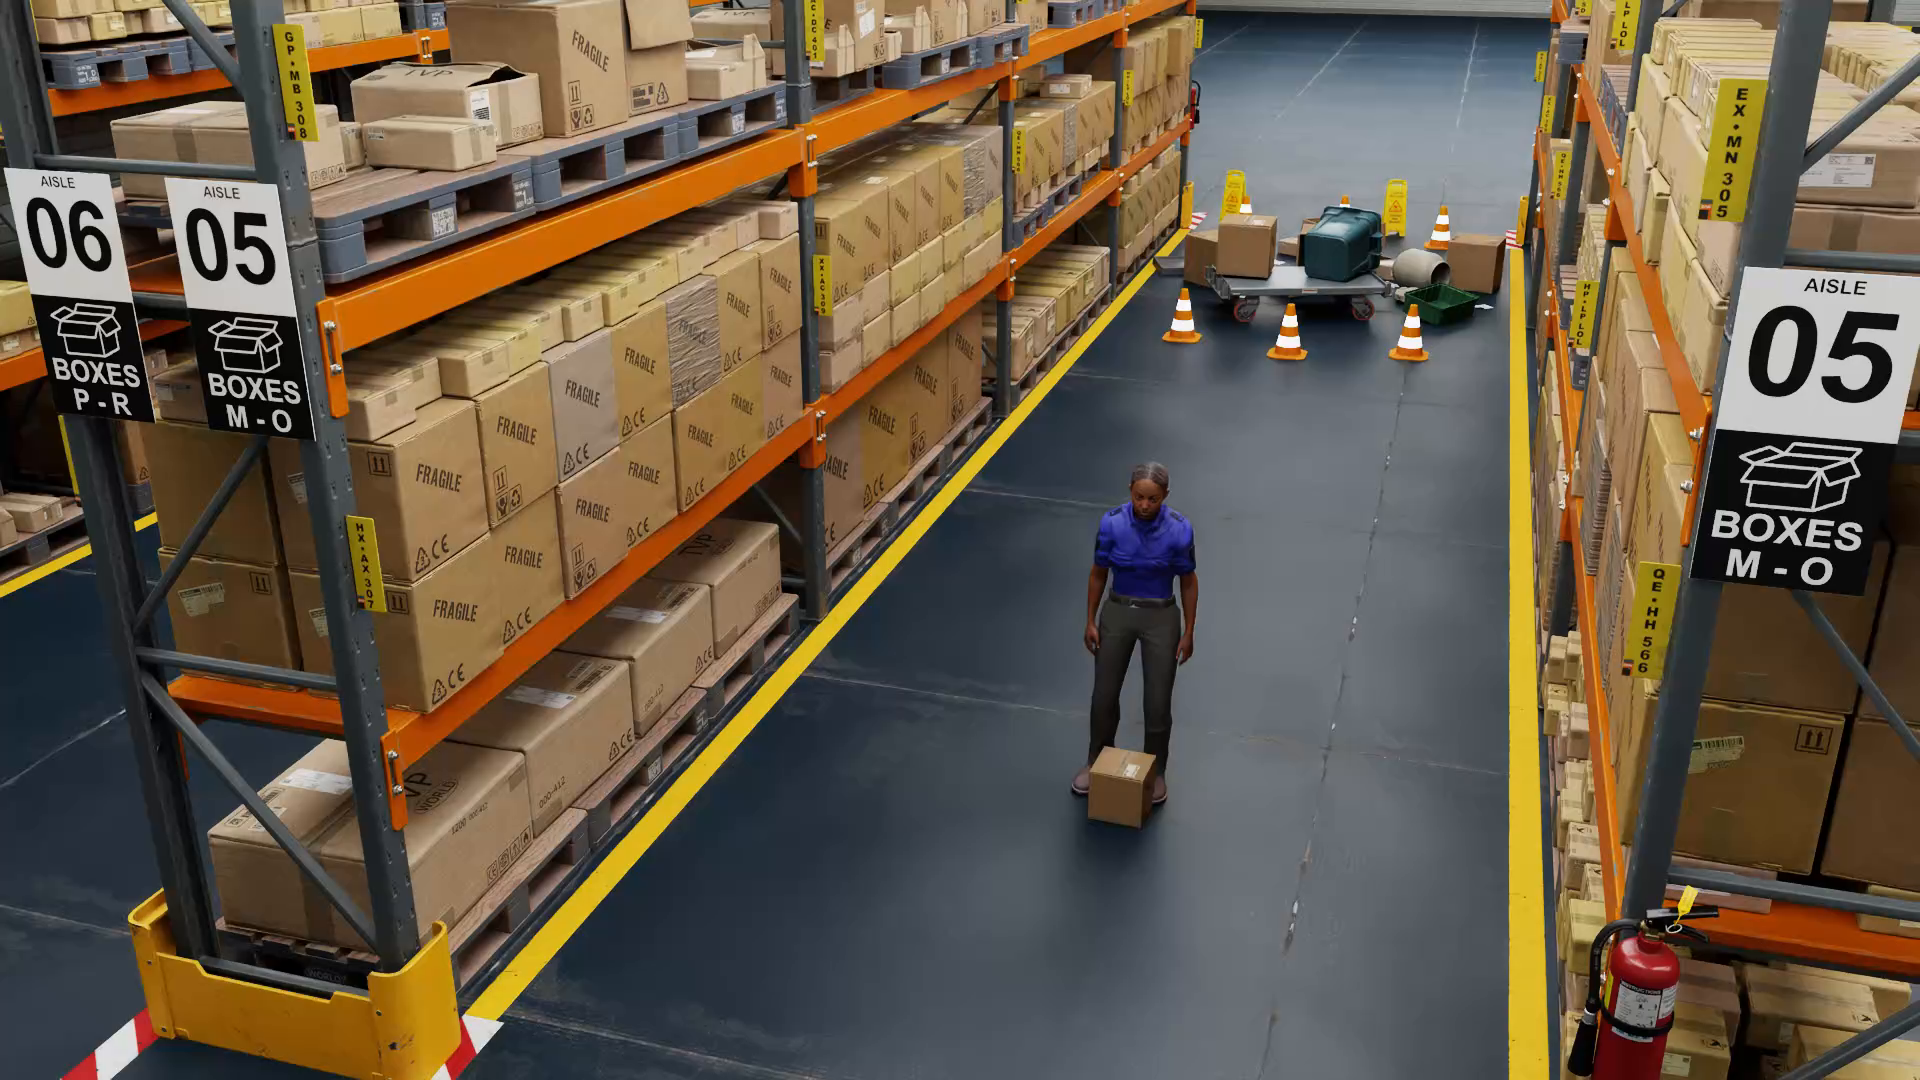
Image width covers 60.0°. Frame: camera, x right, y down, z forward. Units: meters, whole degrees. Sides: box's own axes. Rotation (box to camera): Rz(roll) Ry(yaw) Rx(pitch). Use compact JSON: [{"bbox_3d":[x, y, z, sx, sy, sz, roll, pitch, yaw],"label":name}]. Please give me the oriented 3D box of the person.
[{"bbox_3d":[0.811,0.402,7.605,0.530,1.656,0.346,5,23,13],"label":"person"}]
